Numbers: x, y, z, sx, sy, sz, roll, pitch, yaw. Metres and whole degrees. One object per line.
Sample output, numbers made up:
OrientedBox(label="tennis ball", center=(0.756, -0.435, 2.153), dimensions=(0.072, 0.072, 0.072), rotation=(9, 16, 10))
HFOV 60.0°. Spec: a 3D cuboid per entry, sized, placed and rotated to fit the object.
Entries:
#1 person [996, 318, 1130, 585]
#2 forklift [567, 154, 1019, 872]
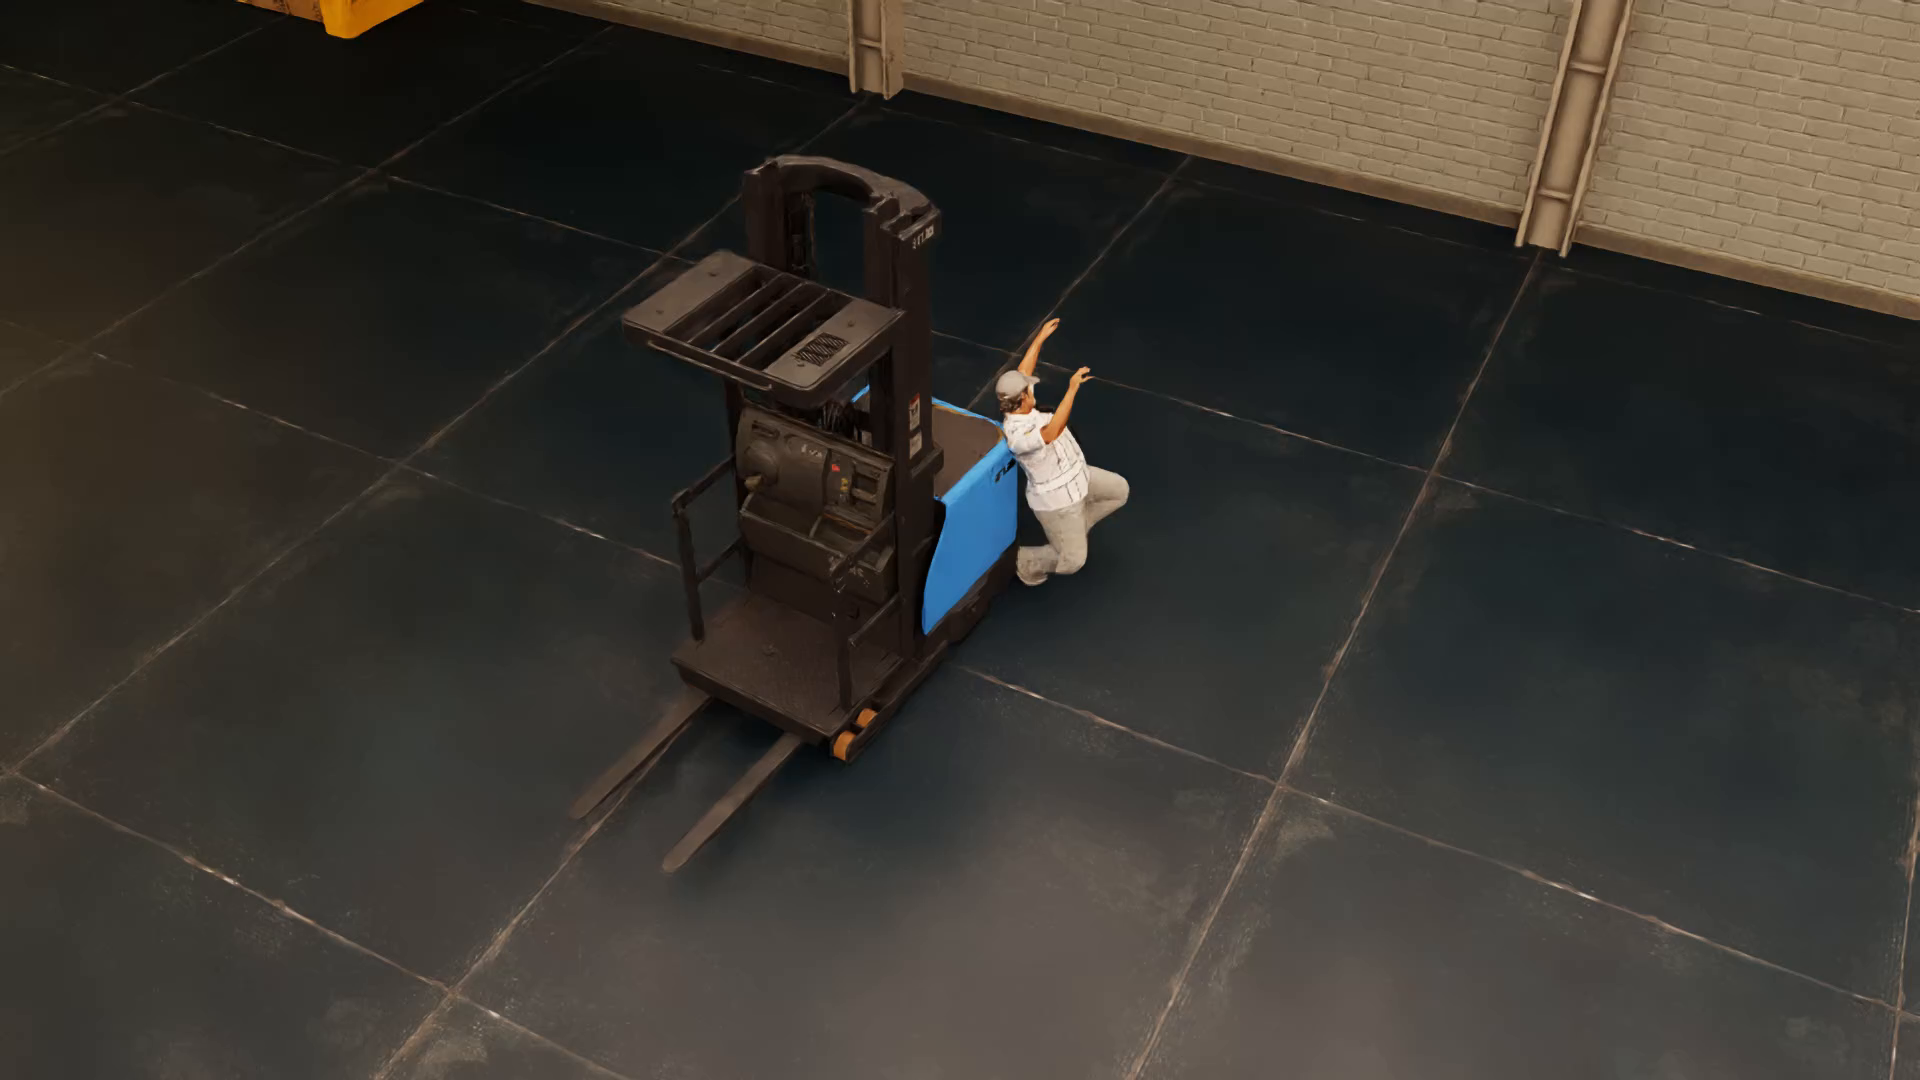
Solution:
OrientedBox(label="person", center=(0.613, -0.506, 9.679), dimensions=(0.777, 1.576, 1.012), rotation=(8, 41, 9))
OrientedBox(label="forklift", center=(-0.867, -0.289, 8.329), dimensions=(1.130, 2.935, 3.031), rotation=(22, 45, 24))
